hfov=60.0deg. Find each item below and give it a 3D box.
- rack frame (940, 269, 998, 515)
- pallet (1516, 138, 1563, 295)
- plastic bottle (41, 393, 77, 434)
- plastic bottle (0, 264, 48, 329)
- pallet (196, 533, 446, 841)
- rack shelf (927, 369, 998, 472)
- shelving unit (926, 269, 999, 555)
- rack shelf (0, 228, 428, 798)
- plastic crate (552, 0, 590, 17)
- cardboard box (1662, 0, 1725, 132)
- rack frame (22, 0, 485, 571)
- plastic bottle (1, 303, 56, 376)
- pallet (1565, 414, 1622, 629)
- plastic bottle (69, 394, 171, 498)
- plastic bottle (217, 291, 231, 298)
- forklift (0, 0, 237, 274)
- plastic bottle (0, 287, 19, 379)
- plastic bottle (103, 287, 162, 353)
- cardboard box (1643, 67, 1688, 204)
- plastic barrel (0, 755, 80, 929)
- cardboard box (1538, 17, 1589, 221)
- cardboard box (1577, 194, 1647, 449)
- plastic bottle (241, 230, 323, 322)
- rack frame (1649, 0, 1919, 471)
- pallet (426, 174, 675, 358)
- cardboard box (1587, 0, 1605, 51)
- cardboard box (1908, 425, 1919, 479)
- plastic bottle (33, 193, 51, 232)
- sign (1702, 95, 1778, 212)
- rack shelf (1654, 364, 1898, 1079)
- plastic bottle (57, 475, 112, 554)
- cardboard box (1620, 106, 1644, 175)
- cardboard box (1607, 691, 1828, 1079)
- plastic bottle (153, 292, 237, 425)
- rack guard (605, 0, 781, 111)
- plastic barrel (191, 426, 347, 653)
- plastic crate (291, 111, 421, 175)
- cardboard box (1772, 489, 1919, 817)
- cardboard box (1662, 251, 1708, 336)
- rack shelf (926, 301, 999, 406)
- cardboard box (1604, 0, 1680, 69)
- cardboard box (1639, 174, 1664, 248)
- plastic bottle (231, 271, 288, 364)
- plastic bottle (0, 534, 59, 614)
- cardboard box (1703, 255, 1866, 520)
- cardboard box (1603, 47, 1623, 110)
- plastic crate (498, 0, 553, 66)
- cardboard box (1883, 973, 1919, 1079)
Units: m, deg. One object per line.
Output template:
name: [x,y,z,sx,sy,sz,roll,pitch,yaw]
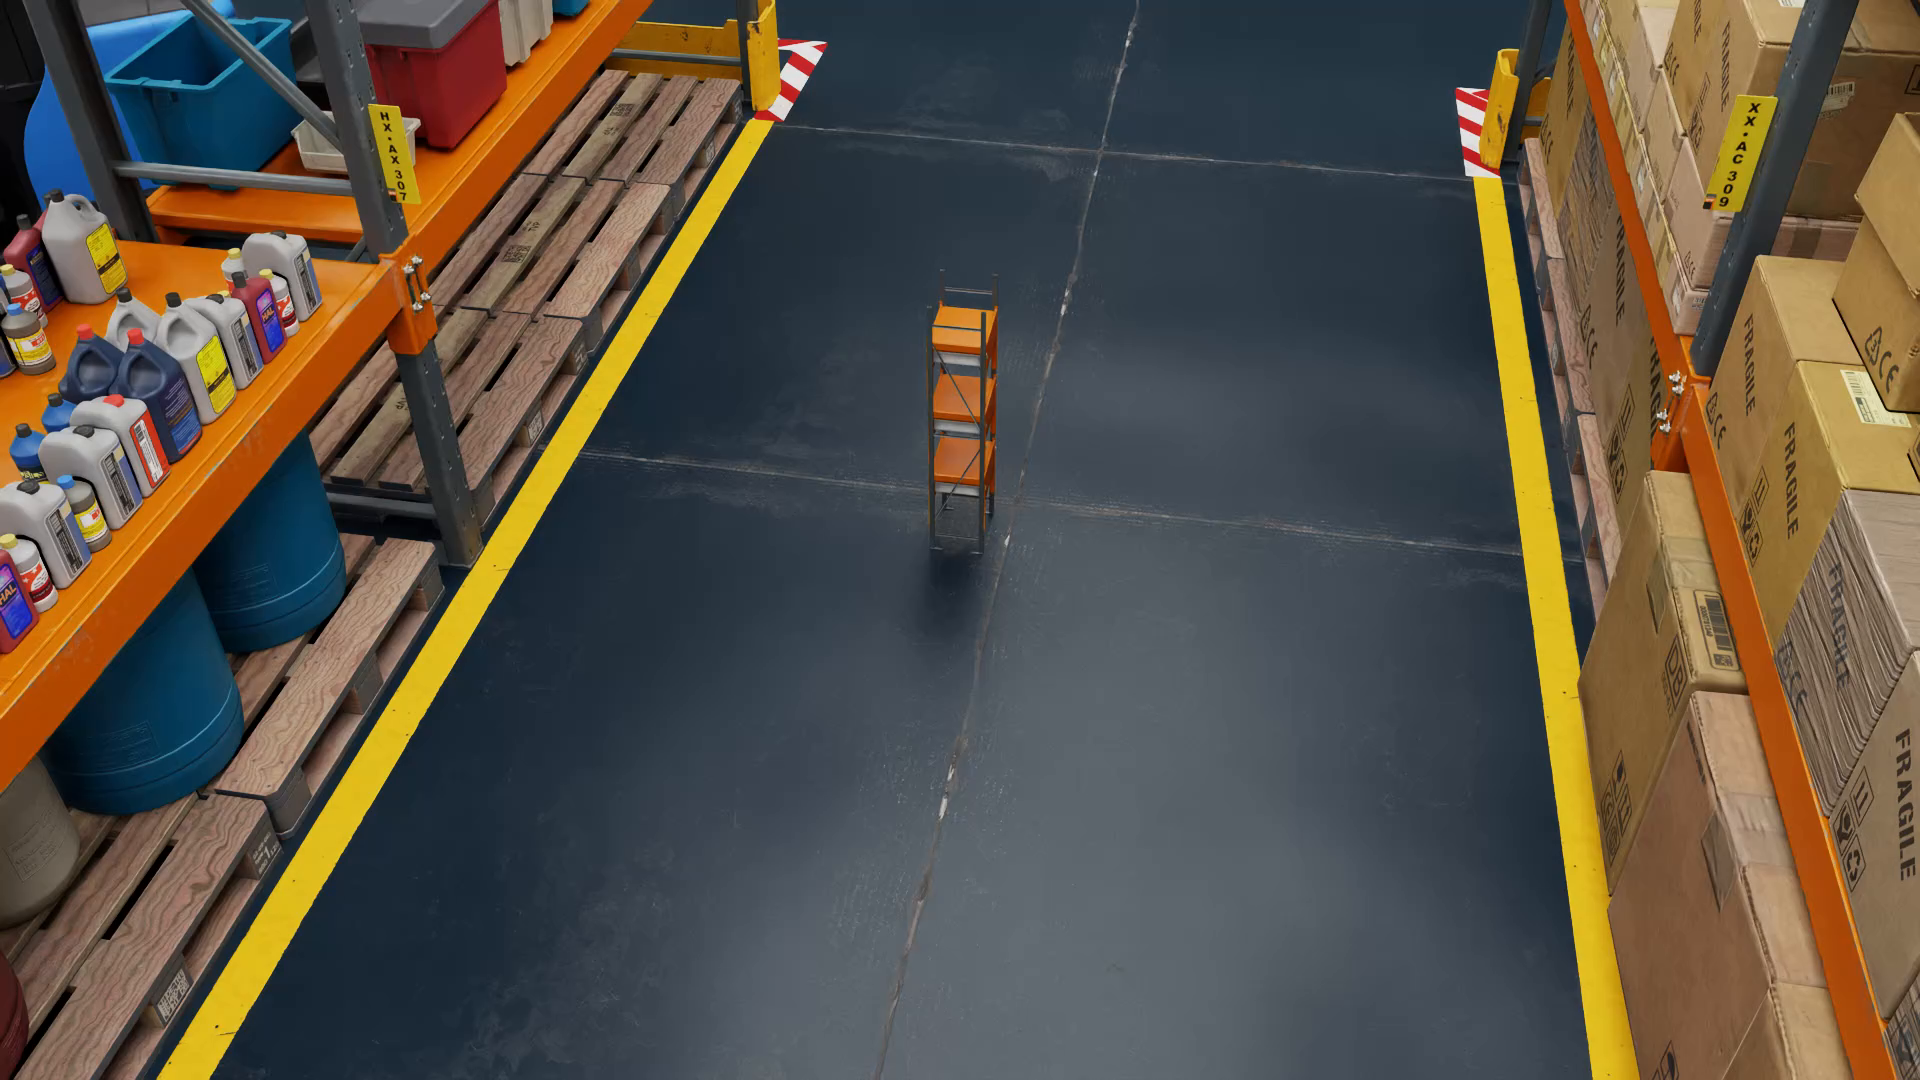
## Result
rack frame: [0.030,-0.515,6.049,0.200,1.050,0.008,6,40,8]
pallet: [3.231,-1.517,7.919,1.003,0.211,1.213,6,40,8]
plastic bottle: [-2.304,-0.261,4.313,0.097,0.271,0.097,0,40,0]
plastic bottle: [-2.786,-0.720,4.922,0.097,0.201,0.097,0,40,0]
pallet: [-2.452,0.417,5.580,1.003,0.211,1.213,6,40,8]
rack shelf: [0.009,-0.430,5.963,0.215,0.259,0.240,6,40,8]
shelving unit: [0.009,-0.438,5.956,0.215,1.050,0.252,6,40,8]
rack shelf: [-2.624,0.395,3.983,1.077,0.370,4.000,6,40,8]
plastic crate: [-1.688,-2.289,6.749,0.416,0.233,0.300,6,40,8]
cardboard box: [2.508,-1.569,5.090,0.500,0.500,0.500,7,40,8]
rack frame: [-2.278,-1.138,5.272,1.000,3.000,0.127,6,40,8]
plastic bottle: [-2.670,-0.581,4.754,0.097,0.201,0.097,0,40,0]
pallet: [2.809,0.015,6.067,1.003,0.211,1.213,6,40,8]
plastic bottle: [-2.178,-0.261,4.309,0.152,0.276,0.135,6,40,8]
plastic bottle: [-2.104,-0.625,4.808,0.097,0.201,0.097,0,40,0]
forklift: [-4.819,-2.526,7.004,3.031,2.935,1.130,-20,43,-22]
plastic bottle: [-2.796,-0.612,4.733,0.152,0.276,0.135,6,40,8]
plastic bottle: [-2.256,-0.521,4.565,0.144,0.351,0.185,6,40,8]
cardboard box: [2.506,-1.279,5.328,0.500,0.250,0.500,8,40,9]
plastic barrel: [-2.697,0.788,4.566,0.421,0.512,0.421,0,40,0]
cardboard box: [3.261,-2.034,7.694,0.875,0.875,0.875,6,40,8]
cardboard box: [2.949,-0.905,6.328,0.875,0.875,0.875,6,40,8]
plastic bottle: [-2.027,-0.807,4.969,0.152,0.276,0.135,6,40,8]
rack frame: [2.601,-0.591,4.611,1.000,3.000,0.127,6,40,8]
pallet: [-1.980,-1.296,7.652,1.003,0.211,1.213,6,40,8]
cardboard box: [2.686,-2.011,6.526,0.380,0.149,0.250,6,40,7]
cardboard box: [2.368,-0.185,3.254,0.797,0.503,0.637,7,40,8]
plastic bottle: [-2.761,-0.909,5.088,0.061,0.283,0.133,6,40,8]
sign: [2.054,-1.016,4.383,0.100,0.325,0.005,6,40,8]
rack shelf: [2.254,0.941,3.322,1.077,0.370,4.000,6,40,8]
plastic bottle: [-2.194,-0.072,4.139,0.097,0.201,0.097,0,40,0]
cardboard box: [2.508,-1.368,5.748,0.380,0.149,0.250,7,40,9]
cardboard box: [2.356,1.030,3.988,1.225,0.875,0.875,5,40,6]
plastic bottle: [-2.114,-0.506,4.546,0.144,0.351,0.185,6,40,8]
rack guard: [-1.594,-2.701,9.125,1.175,0.500,0.348,6,40,8]
plastic barrel: [-2.389,-0.151,5.396,0.600,0.901,0.708,6,40,8]
plastic crate: [-2.056,-1.335,5.671,0.396,0.136,0.243,6,40,8]
cardboard box: [2.102,0.261,3.502,0.500,0.500,0.500,6,40,7]
cardboard box: [2.331,-0.722,4.966,0.380,0.149,0.250,7,40,8]
rack shelf: [0.009,-0.649,5.782,0.215,0.259,0.240,6,40,8]
cardboard box: [2.685,-1.917,6.099,0.500,0.250,0.500,6,40,7]
cardboard box: [2.420,-1.045,5.357,0.380,0.149,0.250,6,40,7]
plastic bottle: [-2.023,-0.659,4.785,0.061,0.283,0.133,6,40,8]
plastic bottle: [-2.235,0.074,3.963,0.097,0.201,0.097,0,40,0]
cardboard box: [2.275,-0.369,4.264,0.500,0.500,0.500,7,40,8]
cardboard box: [2.598,-1.688,6.135,0.380,0.149,0.250,7,40,8]
plastic crate: [-1.832,-2.053,6.425,0.437,0.282,0.530,6,40,8]
cardboard box: [1.928,0.905,2.723,0.500,0.500,0.500,5,40,6]
